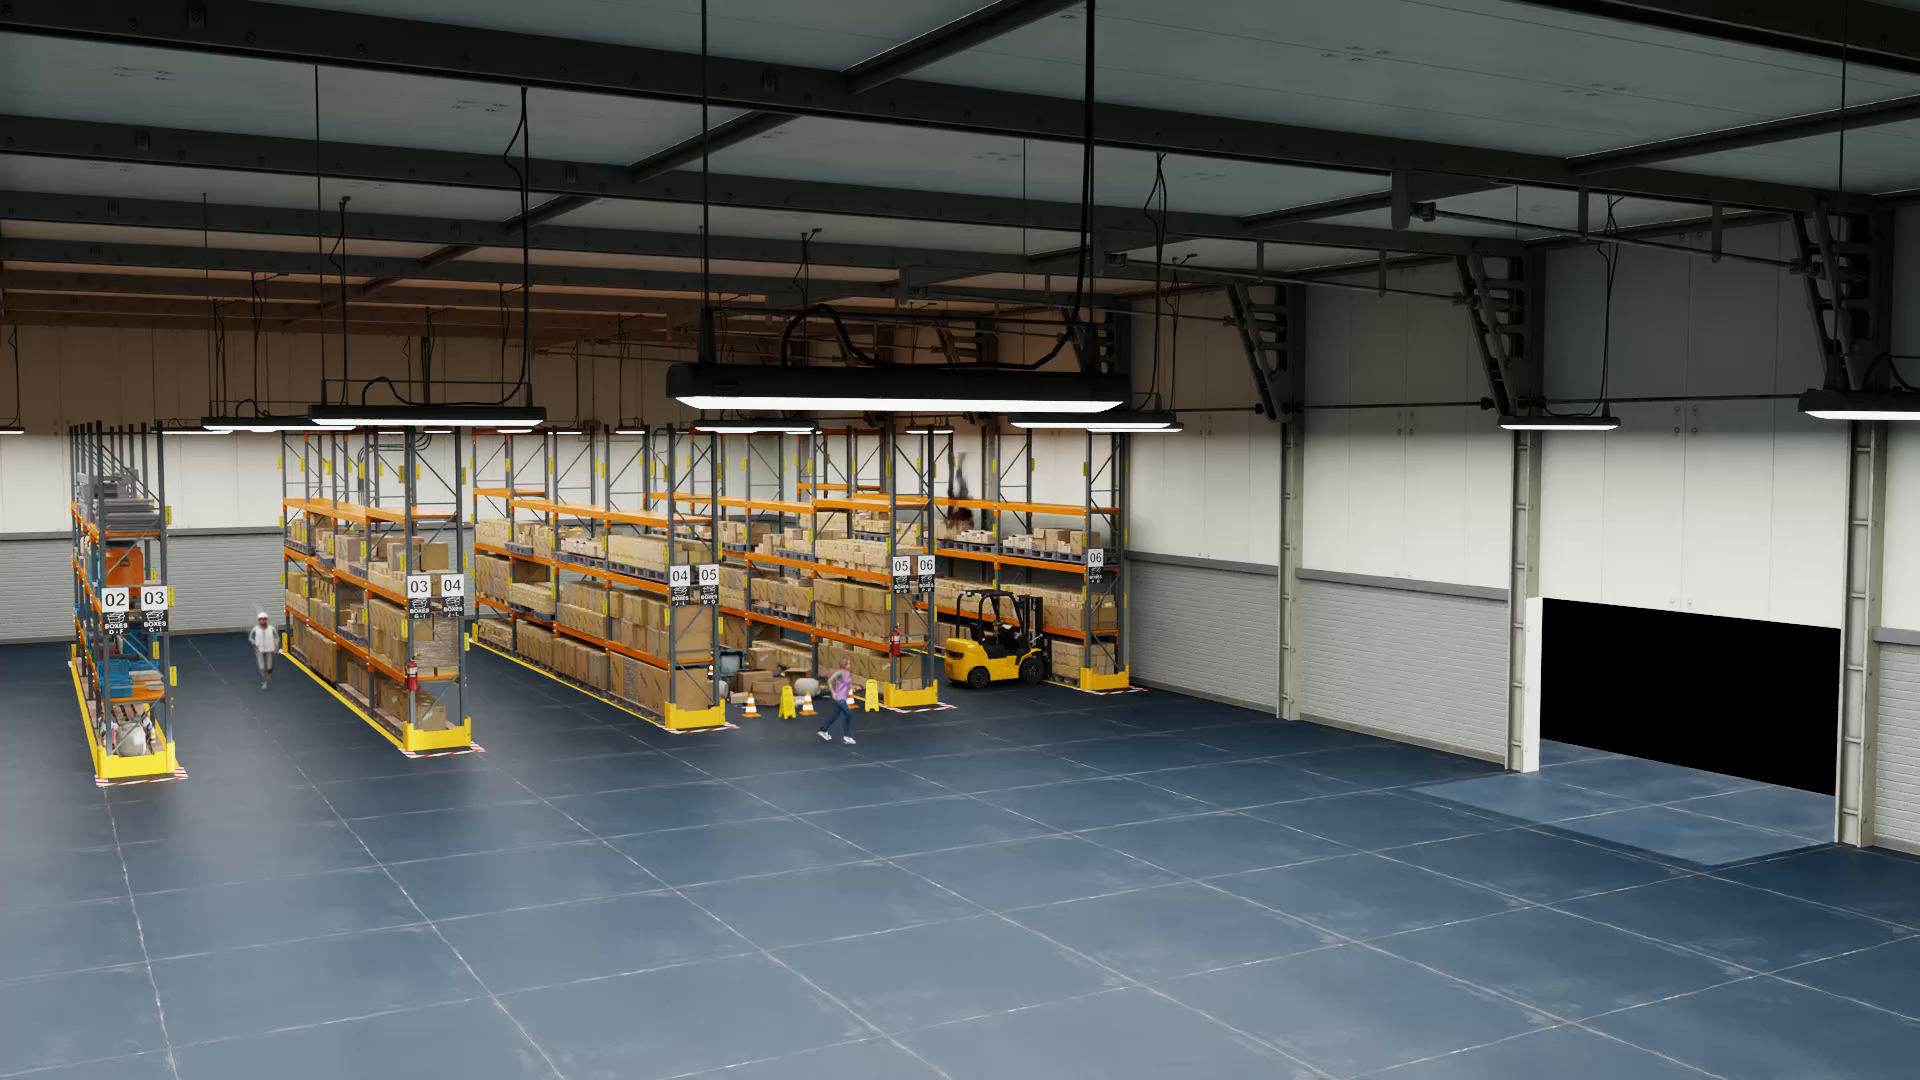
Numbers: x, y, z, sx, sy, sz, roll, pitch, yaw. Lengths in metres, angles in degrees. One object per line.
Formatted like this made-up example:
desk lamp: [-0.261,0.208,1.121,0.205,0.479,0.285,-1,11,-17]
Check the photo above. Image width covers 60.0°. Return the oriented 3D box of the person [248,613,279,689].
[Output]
person: [-15.876,2.524,37.947,0.661,1.731,0.585,-2,4,-25]

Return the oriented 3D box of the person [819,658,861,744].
person: [-2.258,3.013,31.123,0.835,1.633,0.475,1,4,11]

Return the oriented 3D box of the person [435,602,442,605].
person: [-13.895,2.141,44.620,0.670,1.694,0.634,-2,4,-28]
